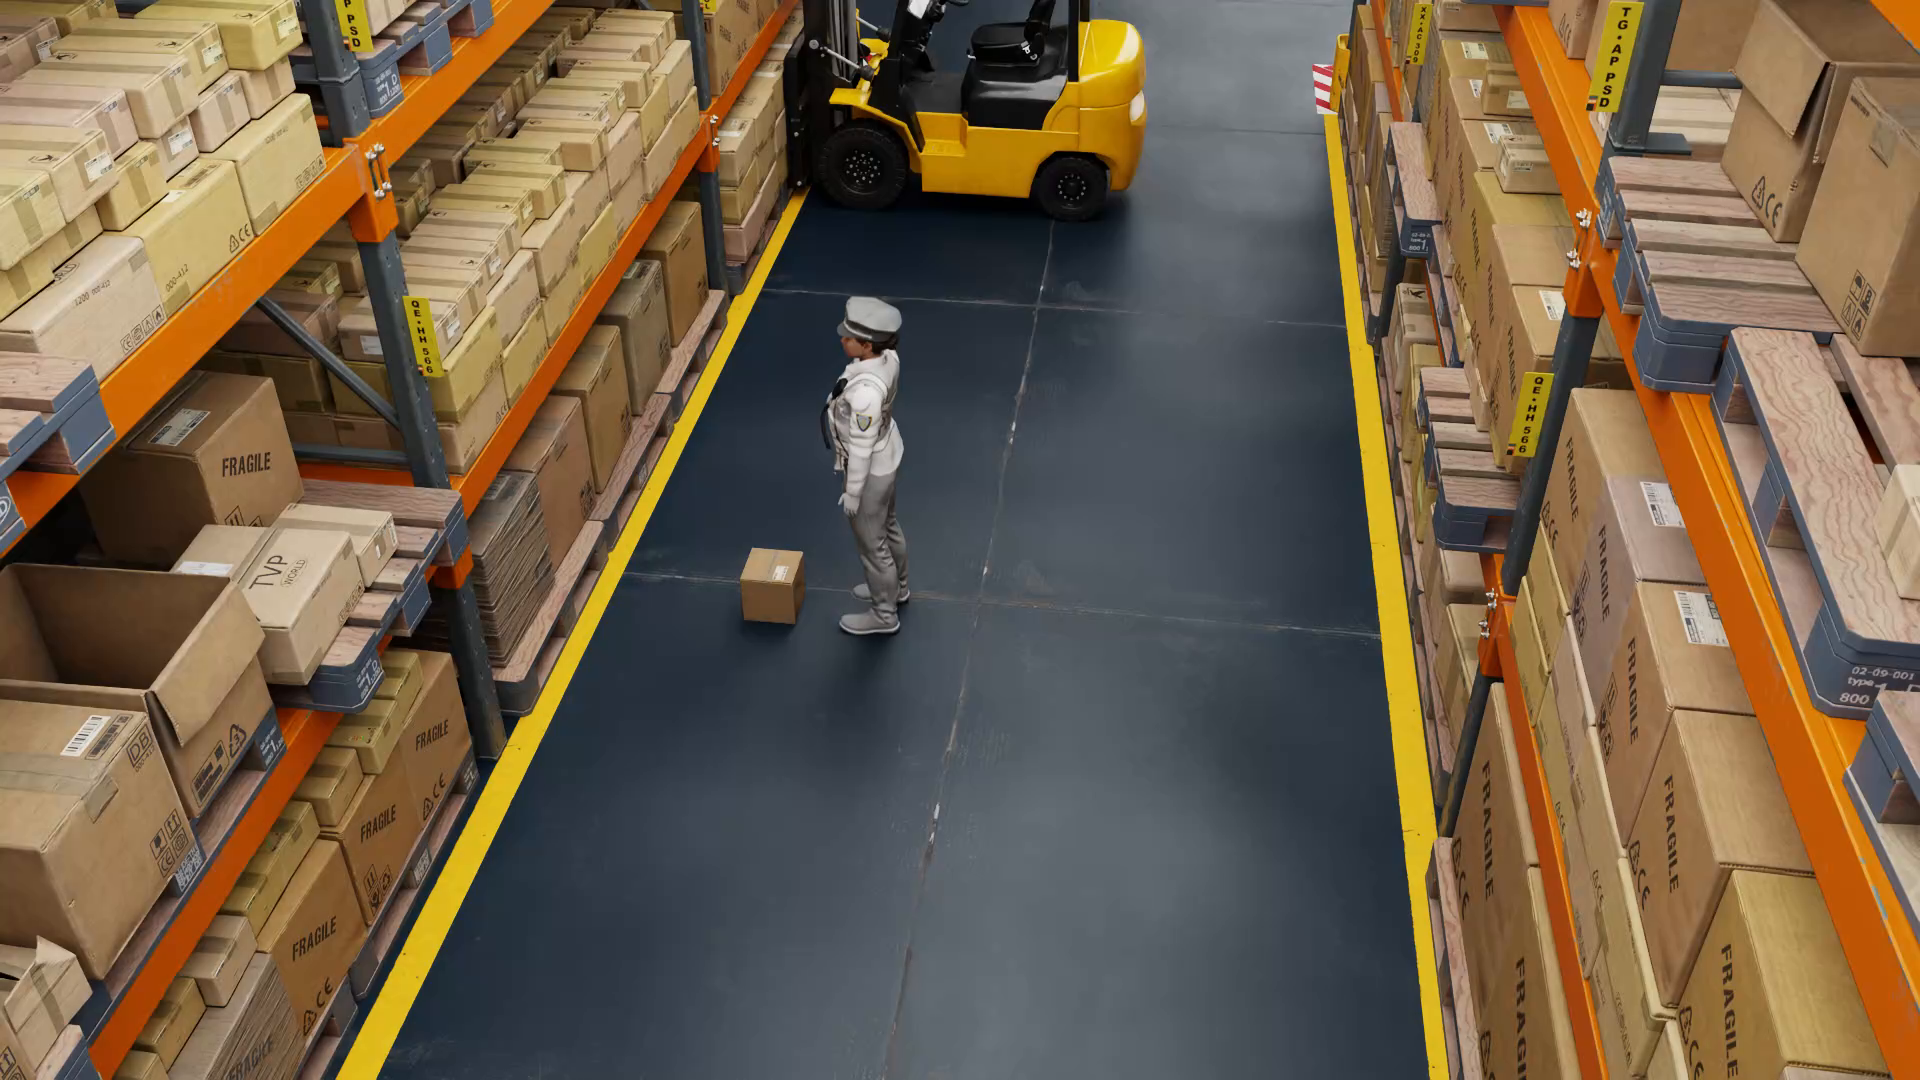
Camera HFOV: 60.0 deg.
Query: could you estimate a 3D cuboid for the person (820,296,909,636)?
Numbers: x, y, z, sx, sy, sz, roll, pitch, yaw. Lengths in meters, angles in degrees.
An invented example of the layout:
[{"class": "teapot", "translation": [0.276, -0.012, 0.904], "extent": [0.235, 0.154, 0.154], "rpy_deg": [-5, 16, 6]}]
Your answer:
[{"class": "person", "translation": [-0.416, -0.313, 7.455], "extent": [0.344, 1.697, 0.467], "rpy_deg": [5, 37, 7]}]
